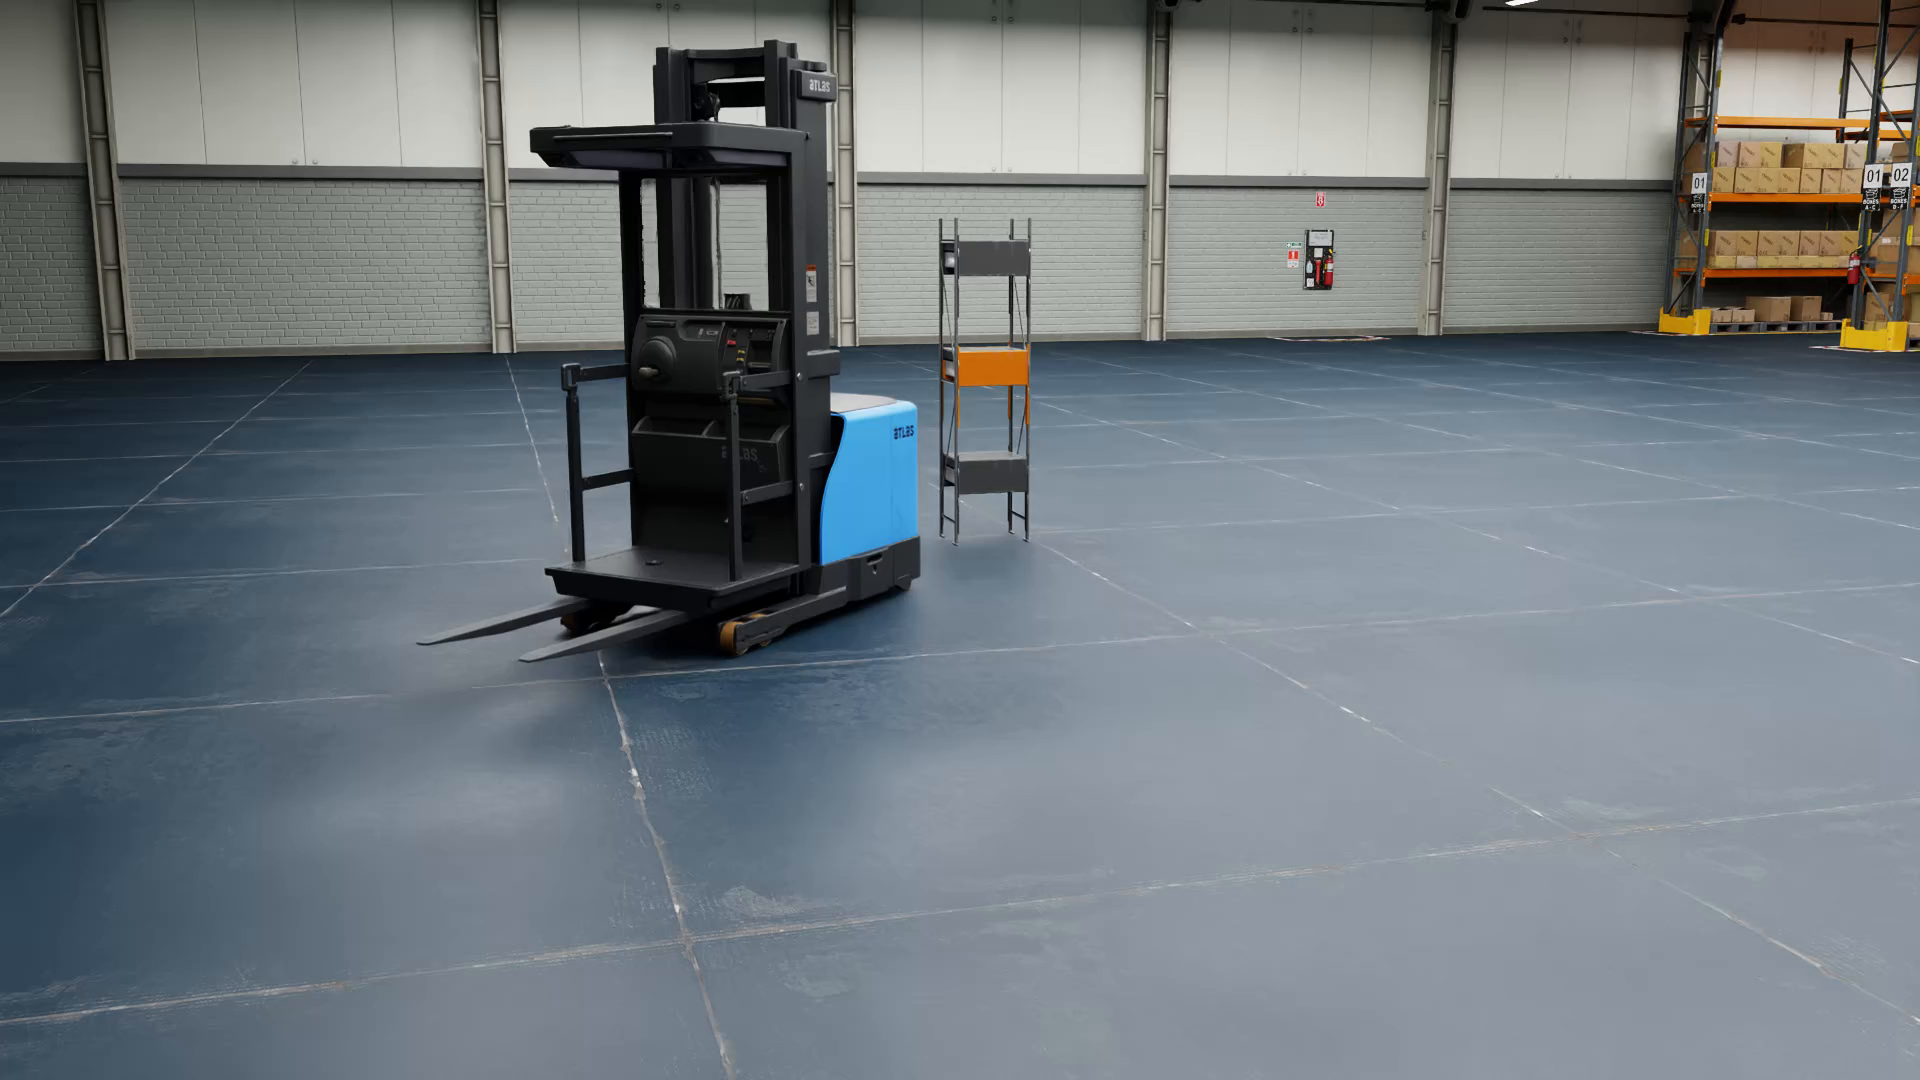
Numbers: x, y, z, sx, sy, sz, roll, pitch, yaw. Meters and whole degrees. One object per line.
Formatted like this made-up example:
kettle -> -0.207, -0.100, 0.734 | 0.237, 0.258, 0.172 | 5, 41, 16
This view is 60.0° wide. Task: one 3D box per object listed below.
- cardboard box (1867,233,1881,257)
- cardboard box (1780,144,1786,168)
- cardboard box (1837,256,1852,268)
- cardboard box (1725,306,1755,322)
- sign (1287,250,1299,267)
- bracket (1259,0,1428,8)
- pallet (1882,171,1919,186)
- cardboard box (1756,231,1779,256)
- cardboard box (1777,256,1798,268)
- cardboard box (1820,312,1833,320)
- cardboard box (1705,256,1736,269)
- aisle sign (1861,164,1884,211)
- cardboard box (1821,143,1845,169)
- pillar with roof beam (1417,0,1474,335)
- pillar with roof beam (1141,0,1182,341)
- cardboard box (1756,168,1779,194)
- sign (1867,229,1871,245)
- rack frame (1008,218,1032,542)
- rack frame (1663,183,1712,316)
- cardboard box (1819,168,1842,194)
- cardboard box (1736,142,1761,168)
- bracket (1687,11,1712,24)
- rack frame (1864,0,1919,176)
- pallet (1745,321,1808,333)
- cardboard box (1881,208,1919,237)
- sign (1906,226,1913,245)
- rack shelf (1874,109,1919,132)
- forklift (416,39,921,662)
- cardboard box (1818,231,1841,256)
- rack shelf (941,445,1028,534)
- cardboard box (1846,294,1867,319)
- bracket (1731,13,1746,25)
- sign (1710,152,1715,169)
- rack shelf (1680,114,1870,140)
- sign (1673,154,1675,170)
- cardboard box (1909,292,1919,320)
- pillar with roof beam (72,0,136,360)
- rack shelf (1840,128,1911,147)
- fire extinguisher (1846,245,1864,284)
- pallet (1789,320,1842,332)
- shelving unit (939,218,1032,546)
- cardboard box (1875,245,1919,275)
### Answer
cardboard box -> 19.130, -6.216, 35.034 | 0.500, 0.500, 0.700 | -3, 11, -16
cardboard box -> 16.618, -7.896, 34.274 | 0.500, 0.500, 0.500 | -3, 11, -16
cardboard box -> 18.262, -5.790, 34.571 | 0.500, 0.250, 0.500 | -3, 11, -16
cardboard box -> 16.028, -4.670, 34.341 | 0.500, 0.311, 0.500 | -2, 11, -11
sign -> 6.518, -5.499, 32.534 | 0.234, 0.329, 0.001 | -3, 11, -16
bracket -> 6.672, -10.117, 31.204 | 4.783, 0.066, 0.076 | -3, 11, -16
pallet -> 16.866, -6.330, 29.105 | 1.213, 0.211, 1.003 | -3, 11, -16
cardboard box -> 16.309, -6.053, 33.929 | 0.500, 0.500, 0.500 | -3, 11, -18
cardboard box -> 16.820, -5.712, 34.149 | 0.500, 0.250, 0.500 | -3, 11, -15
cardboard box -> 18.127, -4.721, 35.017 | 0.250, 0.166, 0.380 | -5, 11, -23
cardboard box -> 15.349, -5.634, 33.722 | 0.500, 0.250, 0.500 | -3, 11, -18
aisle sign -> 16.035, -6.193, 29.223 | 0.004, 0.787, 0.394 | -3, 11, -16
cardboard box -> 17.701, -7.854, 34.047 | 0.500, 0.500, 0.500 | -2, 11, -13
pillar with roof beam -> 10.664, -7.812, 28.627 | 0.548, 9.000, 9.100 | -3, 11, -16
pillar with roof beam -> 4.903, -7.509, 26.978 | 0.548, 9.000, 9.100 | -3, 11, -16
cardboard box -> 16.206, -7.284, 33.710 | 0.500, 0.500, 0.500 | -2, 11, -13
sign -> 18.791, -6.262, 34.387 | 0.005, 0.325, 0.100 | -3, 11, -16
rack frame -> 0.393, -1.053, 10.969 | 0.015, 2.100, 0.400 | -3, 11, -16
rack frame -> 14.792, -5.728, 33.876 | 0.127, 3.000, 1.000 | -3, 11, -16
cardboard box -> 17.727, -7.373, 34.194 | 0.500, 0.500, 0.500 | -4, 11, -21
cardboard box -> 15.725, -7.748, 33.469 | 0.500, 0.500, 0.500 | -3, 11, -17
bracket -> 14.923, -10.552, 33.567 | 0.430, 0.232, 0.235 | -3, 11, -16
rack frame -> 16.180, -7.817, 28.656 | 0.127, 3.000, 1.000 | -3, 11, -16
pallet -> 16.824, -4.456, 34.671 | 1.213, 0.211, 1.003 | -3, 11, -16
cardboard box -> 16.682, -5.578, 29.203 | 0.500, 0.500, 0.700 | -3, 11, -16
sign -> 16.329, -5.235, 28.588 | 0.005, 0.325, 0.100 | -3, 11, -16
rack shelf -> 18.100, -7.368, 29.307 | 4.000, 0.370, 1.077 | -3, 11, -16
forklift -> -1.382, -0.979, 8.267 | 1.130, 2.935, 3.031 | 6, 12, 29
cardboard box -> 17.787, -6.131, 34.355 | 0.500, 0.500, 0.500 | -3, 11, -16
rack shelf -> 0.159, -0.339, 11.031 | 0.480, 0.518, 0.431 | -3, 11, -16
cardboard box -> 19.334, -4.958, 35.380 | 0.500, 0.500, 0.700 | -3, 11, -14
bracket -> 15.720, -10.594, 33.795 | 0.430, 0.232, 0.235 | -3, 11, -16
sign -> 14.943, -7.539, 33.013 | 0.005, 0.325, 0.100 | -3, 11, -16
rack shelf -> 16.712, -8.424, 33.948 | 4.000, 0.370, 1.077 | -3, 11, -16
sign -> 14.656, -7.736, 34.054 | 0.005, 0.325, 0.100 | -3, 11, -16
cardboard box -> 17.567, -4.222, 30.059 | 0.500, 0.500, 0.500 | -3, 11, -16
pillar with roof beam -> -12.379, -6.598, 22.030 | 0.400, 9.000, 9.100 | -3, 11, -16
rack shelf -> 20.552, -8.432, 35.083 | 4.000, 0.370, 1.077 | -3, 11, -16
fire extinguisher -> 15.936, -4.904, 29.612 | 0.183, 0.674, 0.296 | -3, 11, -16
pallet -> 17.997, -4.519, 35.010 | 1.213, 0.211, 1.003 | -3, 11, -16
shelving unit -> 0.159, -1.041, 10.902 | 0.503, 2.100, 0.431 | -3, 11, -16
cardboard box -> 16.632, -4.938, 29.306 | 0.500, 0.500, 0.700 | -3, 11, -16
